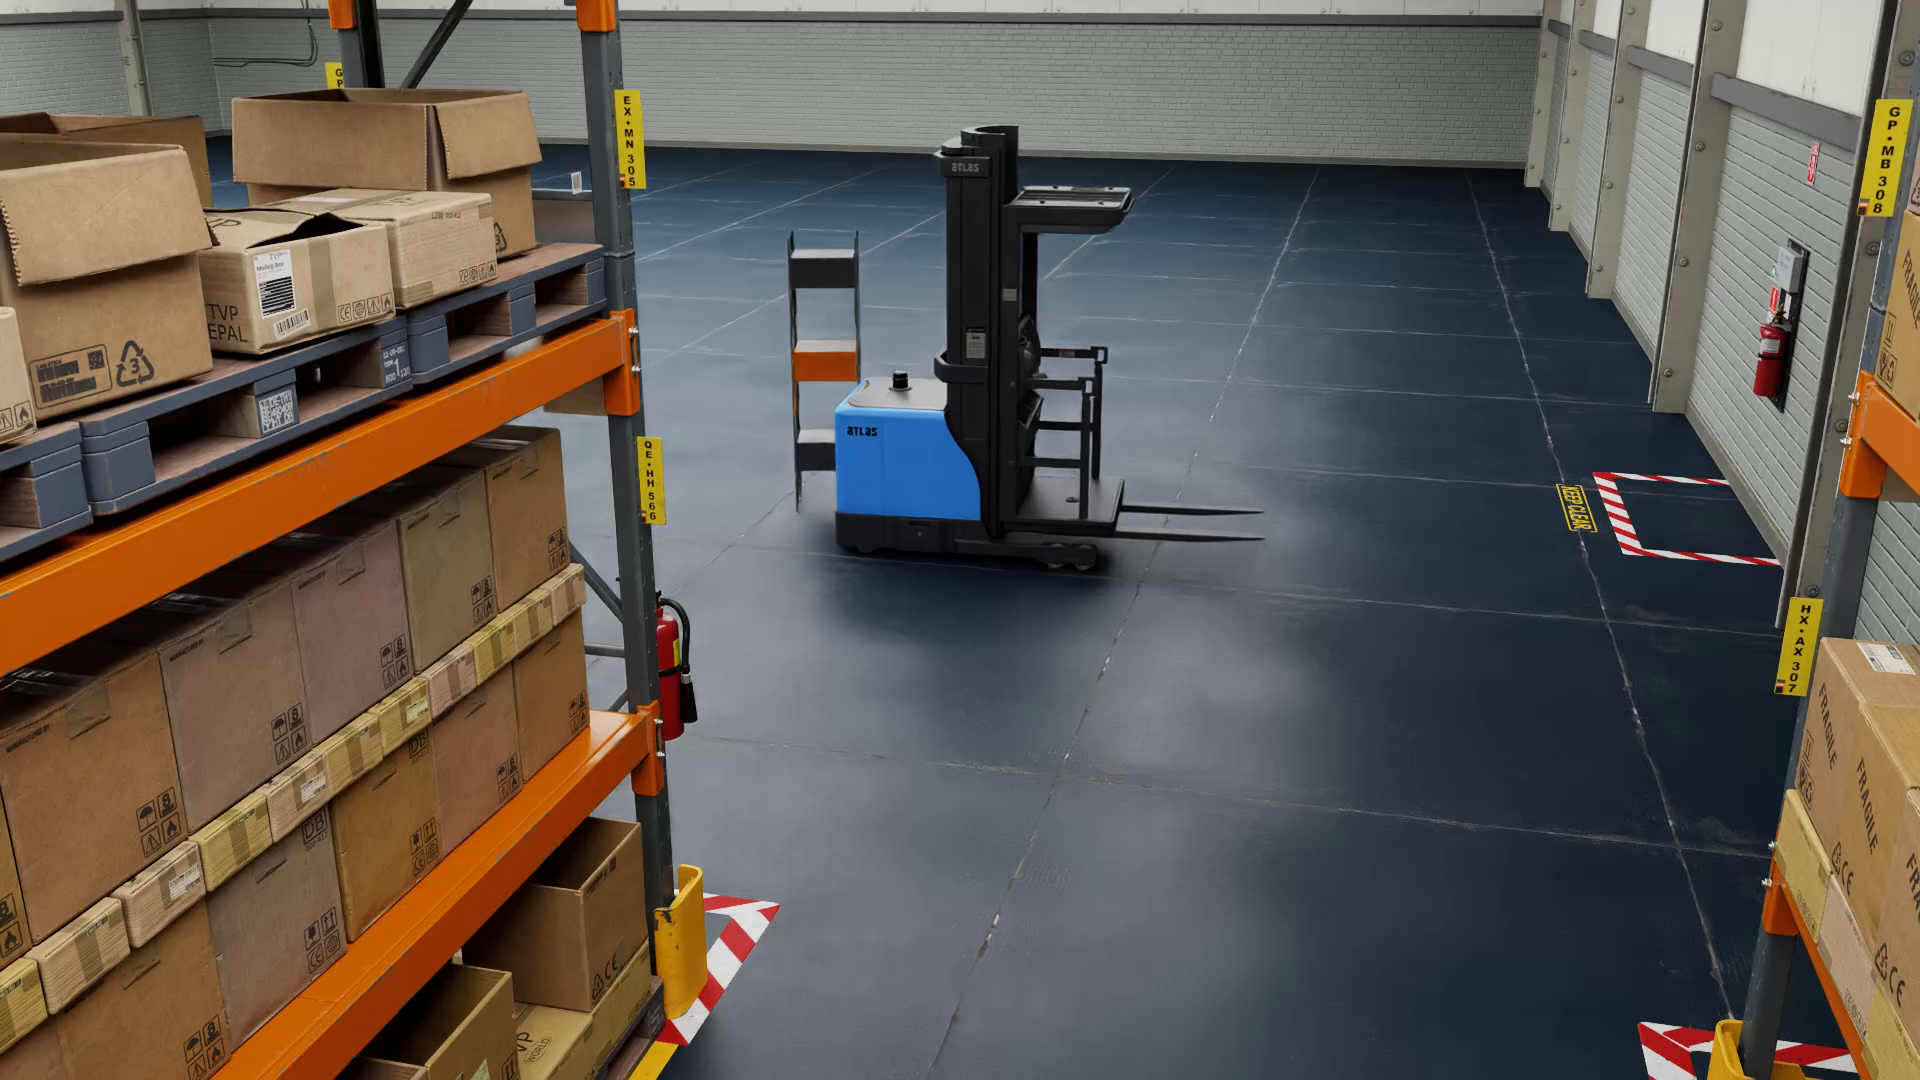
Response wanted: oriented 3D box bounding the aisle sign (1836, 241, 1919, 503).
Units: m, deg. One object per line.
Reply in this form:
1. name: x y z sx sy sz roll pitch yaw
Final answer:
1. aisle sign: 2.890 -0.487 4.952 0.394 0.787 0.004 5 19 13

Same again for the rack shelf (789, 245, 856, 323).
1. rack shelf: -1.013 -1.917 12.429 0.480 0.518 0.431 0 19 -1

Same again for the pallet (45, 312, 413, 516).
1. pallet: -2.135 -0.375 4.142 1.003 0.211 1.213 5 19 13

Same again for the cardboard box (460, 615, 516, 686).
1. cardboard box: -1.675 0.342 5.388 0.380 0.149 0.250 4 19 13

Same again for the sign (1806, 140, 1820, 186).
1. sign: 6.037 -2.667 11.769 0.001 0.298 0.199 5 19 13

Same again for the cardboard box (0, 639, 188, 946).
1. cardboard box: -2.271 0.537 3.814 0.700 0.500 0.500 5 19 13

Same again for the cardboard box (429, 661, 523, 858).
1. cardboard box: -1.891 0.662 5.454 0.700 0.500 0.500 5 20 15

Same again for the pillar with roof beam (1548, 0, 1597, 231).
1. pillar with roof beam: 5.521 -9.624 26.443 9.100 9.000 0.400 5 19 13

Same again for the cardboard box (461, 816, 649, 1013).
1. cardboard box: -1.483 1.338 6.073 0.500 0.500 0.500 5 19 13

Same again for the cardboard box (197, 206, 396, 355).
1. cardboard box: -1.802 -0.687 4.190 0.500 0.311 0.500 7 20 20

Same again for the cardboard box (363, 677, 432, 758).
1. cardboard box: -1.802 0.503 4.916 0.380 0.149 0.250 5 20 15

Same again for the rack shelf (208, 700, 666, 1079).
1. rack shelf: -2.130 1.366 4.660 1.077 0.370 4.000 5 19 13

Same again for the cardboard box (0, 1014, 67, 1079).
1. cardboard box: -2.393 1.300 3.586 0.700 0.500 0.500 4 19 13

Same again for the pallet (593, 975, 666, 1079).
1. pallet: -1.787 1.962 6.118 1.003 0.211 1.213 5 19 13

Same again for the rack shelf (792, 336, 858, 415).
1. rack shelf: -1.013 -1.255 12.655 0.480 0.518 0.431 0 19 -1

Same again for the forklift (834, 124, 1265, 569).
1. forklift: 0.672 -1.369 11.660 3.031 2.935 1.130 3 19 9

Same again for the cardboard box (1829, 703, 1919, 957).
1. cardboard box: 2.625 0.776 4.317 0.500 0.500 0.500 5 19 14

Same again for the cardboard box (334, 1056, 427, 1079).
1. cardboard box: -1.837 1.809 4.693 0.500 0.500 0.500 5 19 13

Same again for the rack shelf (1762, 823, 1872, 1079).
1. rack shelf: 2.675 1.756 3.518 1.077 0.370 4.000 5 19 13

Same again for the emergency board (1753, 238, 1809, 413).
1. emergency board: 5.938 -1.575 12.159 0.194 1.169 0.643 5 19 13

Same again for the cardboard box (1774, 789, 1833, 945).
1. cardboard box: 2.736 0.978 4.883 0.500 0.250 0.500 4 19 12

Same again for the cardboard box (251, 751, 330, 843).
1. cardboard box: -1.926 0.666 4.439 0.380 0.149 0.250 4 19 13

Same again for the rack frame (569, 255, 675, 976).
1. rack frame: -1.641 0.399 6.379 1.000 3.000 0.127 5 19 13

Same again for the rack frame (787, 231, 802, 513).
1. rack frame: -1.257 -1.266 12.646 0.015 2.100 0.400 0 19 -1

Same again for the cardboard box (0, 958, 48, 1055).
1. cardboard box: -2.179 0.988 3.497 0.380 0.149 0.250 4 19 13

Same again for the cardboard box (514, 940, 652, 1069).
1. cardboard box: -1.485 1.693 6.195 0.500 0.250 0.500 5 19 13

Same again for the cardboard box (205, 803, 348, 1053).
1. cardboard box: -2.143 0.983 4.516 0.700 0.500 0.500 5 20 15

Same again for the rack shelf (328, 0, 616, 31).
1. rack shelf: -2.130 -1.283 3.754 1.077 0.370 4.000 5 19 13

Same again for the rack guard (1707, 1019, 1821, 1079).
1. rack guard: 3.145 1.996 5.571 1.175 0.500 0.348 5 19 13

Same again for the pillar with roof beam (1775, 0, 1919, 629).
1. pillar with roof beam: 1.123 -3.983 9.926 9.100 9.000 0.400 5 19 13

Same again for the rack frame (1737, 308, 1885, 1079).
1. rack frame: 3.164 0.789 5.237 1.000 3.000 0.127 5 19 13

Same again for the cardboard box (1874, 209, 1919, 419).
1. cardboard box: 2.839 -0.602 4.483 0.500 0.500 0.500 5 20 15

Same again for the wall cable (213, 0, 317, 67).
1. wall cable: -17.382 -13.002 41.136 3.097 2.526 0.112 5 19 13

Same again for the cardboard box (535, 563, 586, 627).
1. cardboard box: -1.550 0.180 5.863 0.380 0.149 0.250 4 19 12

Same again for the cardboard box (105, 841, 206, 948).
1. cardboard box: -2.054 0.825 3.972 0.380 0.149 0.250 4 19 12

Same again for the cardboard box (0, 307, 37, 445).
1. cardboard box: -2.108 -0.296 3.044 0.500 0.311 0.500 4 19 10

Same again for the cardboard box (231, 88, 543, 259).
1. cardboard box: -1.785 -1.154 5.260 0.797 0.503 0.637 6 20 17

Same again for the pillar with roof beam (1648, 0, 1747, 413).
1. pillar with roof beam: 2.589 -5.863 15.432 9.100 9.000 0.400 5 19 13

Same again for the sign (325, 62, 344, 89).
1. sign: -2.178 -1.517 5.873 0.100 0.325 0.005 5 19 13

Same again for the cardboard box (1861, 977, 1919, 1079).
1. cardboard box: 2.493 1.302 3.937 0.500 0.250 0.500 4 19 13

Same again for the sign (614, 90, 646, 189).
1. sign: -1.118 -1.355 5.625 0.100 0.325 0.005 5 19 13

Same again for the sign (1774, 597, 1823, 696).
1. sign: 2.637 0.337 5.222 0.100 0.325 0.005 5 19 13

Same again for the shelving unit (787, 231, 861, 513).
1. shelving unit: -1.013 -1.268 12.651 0.503 2.100 0.431 0 19 -1

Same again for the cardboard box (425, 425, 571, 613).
1. cardboard box: -1.780 -0.100 5.679 0.700 0.500 0.500 5 19 14

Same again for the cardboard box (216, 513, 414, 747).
1. cardboard box: -2.026 0.223 4.732 0.700 0.500 0.500 5 19 14
